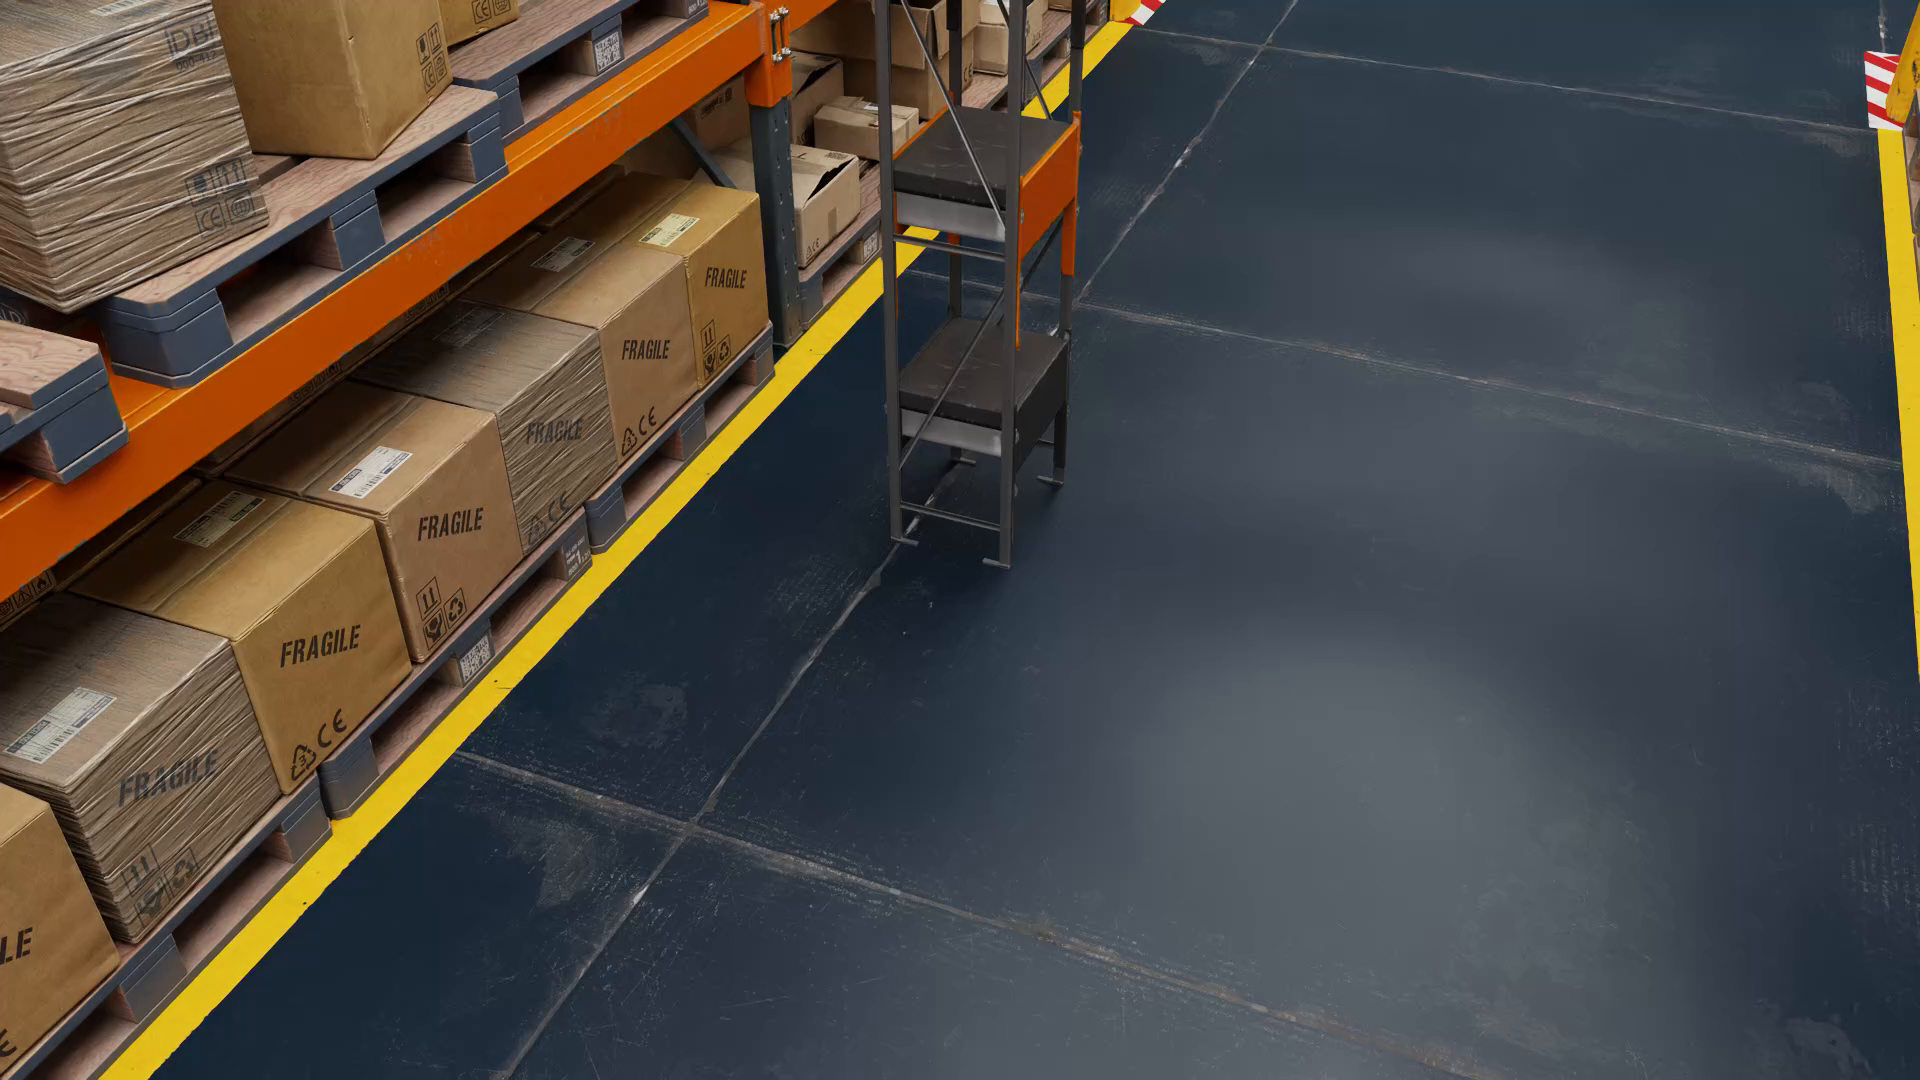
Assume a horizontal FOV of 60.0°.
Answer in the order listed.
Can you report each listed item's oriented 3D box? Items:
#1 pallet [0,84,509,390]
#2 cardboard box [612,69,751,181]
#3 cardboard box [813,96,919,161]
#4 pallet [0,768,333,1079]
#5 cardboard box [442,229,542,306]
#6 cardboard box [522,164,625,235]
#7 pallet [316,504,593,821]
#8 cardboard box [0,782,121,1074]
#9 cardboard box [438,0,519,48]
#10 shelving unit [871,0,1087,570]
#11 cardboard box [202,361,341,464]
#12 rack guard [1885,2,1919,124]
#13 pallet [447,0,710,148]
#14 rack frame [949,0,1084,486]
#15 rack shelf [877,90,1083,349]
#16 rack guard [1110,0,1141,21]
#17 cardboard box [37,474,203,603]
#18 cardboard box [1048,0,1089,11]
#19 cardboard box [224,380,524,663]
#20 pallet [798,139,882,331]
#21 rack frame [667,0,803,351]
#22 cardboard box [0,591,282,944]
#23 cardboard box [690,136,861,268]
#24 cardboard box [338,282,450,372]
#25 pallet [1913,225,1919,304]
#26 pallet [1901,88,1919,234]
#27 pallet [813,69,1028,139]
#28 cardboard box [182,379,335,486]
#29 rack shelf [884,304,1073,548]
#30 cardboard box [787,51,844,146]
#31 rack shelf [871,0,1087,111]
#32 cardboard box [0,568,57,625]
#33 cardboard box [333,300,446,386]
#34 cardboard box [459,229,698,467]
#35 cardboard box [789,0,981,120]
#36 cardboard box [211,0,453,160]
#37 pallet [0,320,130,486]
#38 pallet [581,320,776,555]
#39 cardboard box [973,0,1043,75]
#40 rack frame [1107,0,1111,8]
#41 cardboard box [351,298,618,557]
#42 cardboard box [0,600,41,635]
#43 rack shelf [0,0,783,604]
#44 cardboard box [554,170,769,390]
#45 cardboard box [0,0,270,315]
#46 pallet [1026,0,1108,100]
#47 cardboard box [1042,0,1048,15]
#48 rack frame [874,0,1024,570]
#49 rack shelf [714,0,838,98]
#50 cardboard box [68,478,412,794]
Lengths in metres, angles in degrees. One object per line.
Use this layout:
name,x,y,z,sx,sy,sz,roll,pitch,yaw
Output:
pallet,-1.865,-0.841,4.029,1.003,0.211,1.213,14,39,18
cardboard box,-1.124,-1.609,6.618,0.500,0.500,0.500,14,39,18
cardboard box,-0.399,-1.760,7.098,0.380,0.166,0.250,14,39,18
pallet,-2.281,0.872,3.906,1.003,0.211,1.213,14,39,18
cardboard box,-1.680,-0.719,5.427,0.500,0.500,0.500,14,39,18
cardboard box,-1.488,-1.017,5.826,0.500,0.500,0.500,12,38,16
pallet,-1.816,0.199,4.807,1.003,0.211,1.213,14,39,18
cardboard box,-2.163,0.798,3.397,0.500,0.500,0.500,15,39,20
cardboard box,-1.668,-1.656,4.526,0.700,0.500,0.500,20,41,25
shelving unit,0.063,-0.933,4.744,0.431,2.100,0.503,14,39,18
cardboard box,-2.059,-0.486,4.489,0.500,0.250,0.500,13,39,17
rack guard,5.020,-2.154,7.714,1.175,0.500,0.348,14,39,18
pallet,-1.483,-1.560,4.992,1.003,0.211,1.213,14,39,18
rack frame,0.156,-1.068,4.925,0.400,2.100,0.015,14,39,18
rack shelf,0.063,-0.922,4.752,0.431,0.518,0.480,14,39,18
rack guard,0.415,-3.226,9.148,1.175,0.500,0.348,14,39,18
cardboard box,-2.264,0.128,4.294,0.500,0.500,0.500,12,39,16
cardboard box,0.465,-3.087,8.595,0.500,0.500,0.500,14,39,18
cardboard box,-1.580,-0.059,4.544,0.500,0.500,0.500,13,39,16
pallet,-0.816,-1.317,6.836,1.003,0.211,1.213,14,39,18
rack frame,-1.078,-2.054,5.493,1.000,3.000,0.127,14,39,18
cardboard box,-1.969,0.507,3.786,0.500,0.500,0.500,12,39,16
cardboard box,-0.719,-1.337,6.411,0.500,0.311,0.500,14,39,18
cardboard box,-1.868,-0.764,4.860,0.500,0.250,0.500,14,39,18
pallet,4.208,-0.901,6.279,1.003,0.211,1.213,14,39,18
pallet,4.673,-1.574,7.179,1.003,0.211,1.213,14,39,18
pallet,-0.353,-1.995,7.743,1.003,0.211,1.213,14,39,18
cardboard box,-2.070,-0.164,4.685,0.500,0.500,0.500,12,39,16
rack shelf,0.063,-0.361,5.171,0.431,0.518,0.480,14,39,18
cardboard box,-0.838,-1.949,7.230,0.500,0.311,0.500,14,39,18
rack shelf,0.063,-1.482,4.333,0.431,0.518,0.480,14,39,18
cardboard box,-2.444,0.082,3.730,0.500,0.250,0.500,15,39,19
cardboard box,-1.877,-0.444,5.059,0.500,0.500,0.500,14,39,18
cardboard box,-1.197,-0.619,5.293,0.500,0.500,0.500,14,39,18
cardboard box,-0.368,-2.272,7.502,0.797,0.503,0.637,14,39,18
cardboard box,-1.693,-1.270,4.010,0.700,0.500,0.500,5,37,6
pallet,-2.407,-0.154,3.111,1.213,0.211,1.003,14,39,18
pallet,-1.353,-0.478,5.714,1.003,0.211,1.213,14,39,18
cardboard box,0.075,-2.468,7.975,0.500,0.250,0.500,14,39,18
rack frame,0.444,-4.269,8.456,1.000,3.000,0.127,14,39,18
cardboard box,-1.388,-0.342,4.922,0.500,0.500,0.500,14,39,18
cardboard box,-2.462,0.414,3.911,0.500,0.500,0.500,15,39,20
rack shelf,-1.839,-0.659,4.227,1.077,0.370,4.000,14,39,18
cardboard box,-1.001,-0.891,5.657,0.500,0.500,0.500,14,39,17
cardboard box,-1.940,-0.885,3.495,0.700,0.500,0.500,21,42,26
pallet,0.112,-2.668,8.644,1.003,0.211,1.213,14,39,18
cardboard box,0.227,-2.749,8.422,0.380,0.166,0.250,14,39,18
rack frame,-0.030,-0.798,4.563,0.400,2.100,0.015,14,39,18
rack shelf,-0.317,-2.874,7.190,1.077,0.370,4.000,14,39,18
cardboard box,-1.773,0.231,4.156,0.500,0.500,0.500,13,39,17
